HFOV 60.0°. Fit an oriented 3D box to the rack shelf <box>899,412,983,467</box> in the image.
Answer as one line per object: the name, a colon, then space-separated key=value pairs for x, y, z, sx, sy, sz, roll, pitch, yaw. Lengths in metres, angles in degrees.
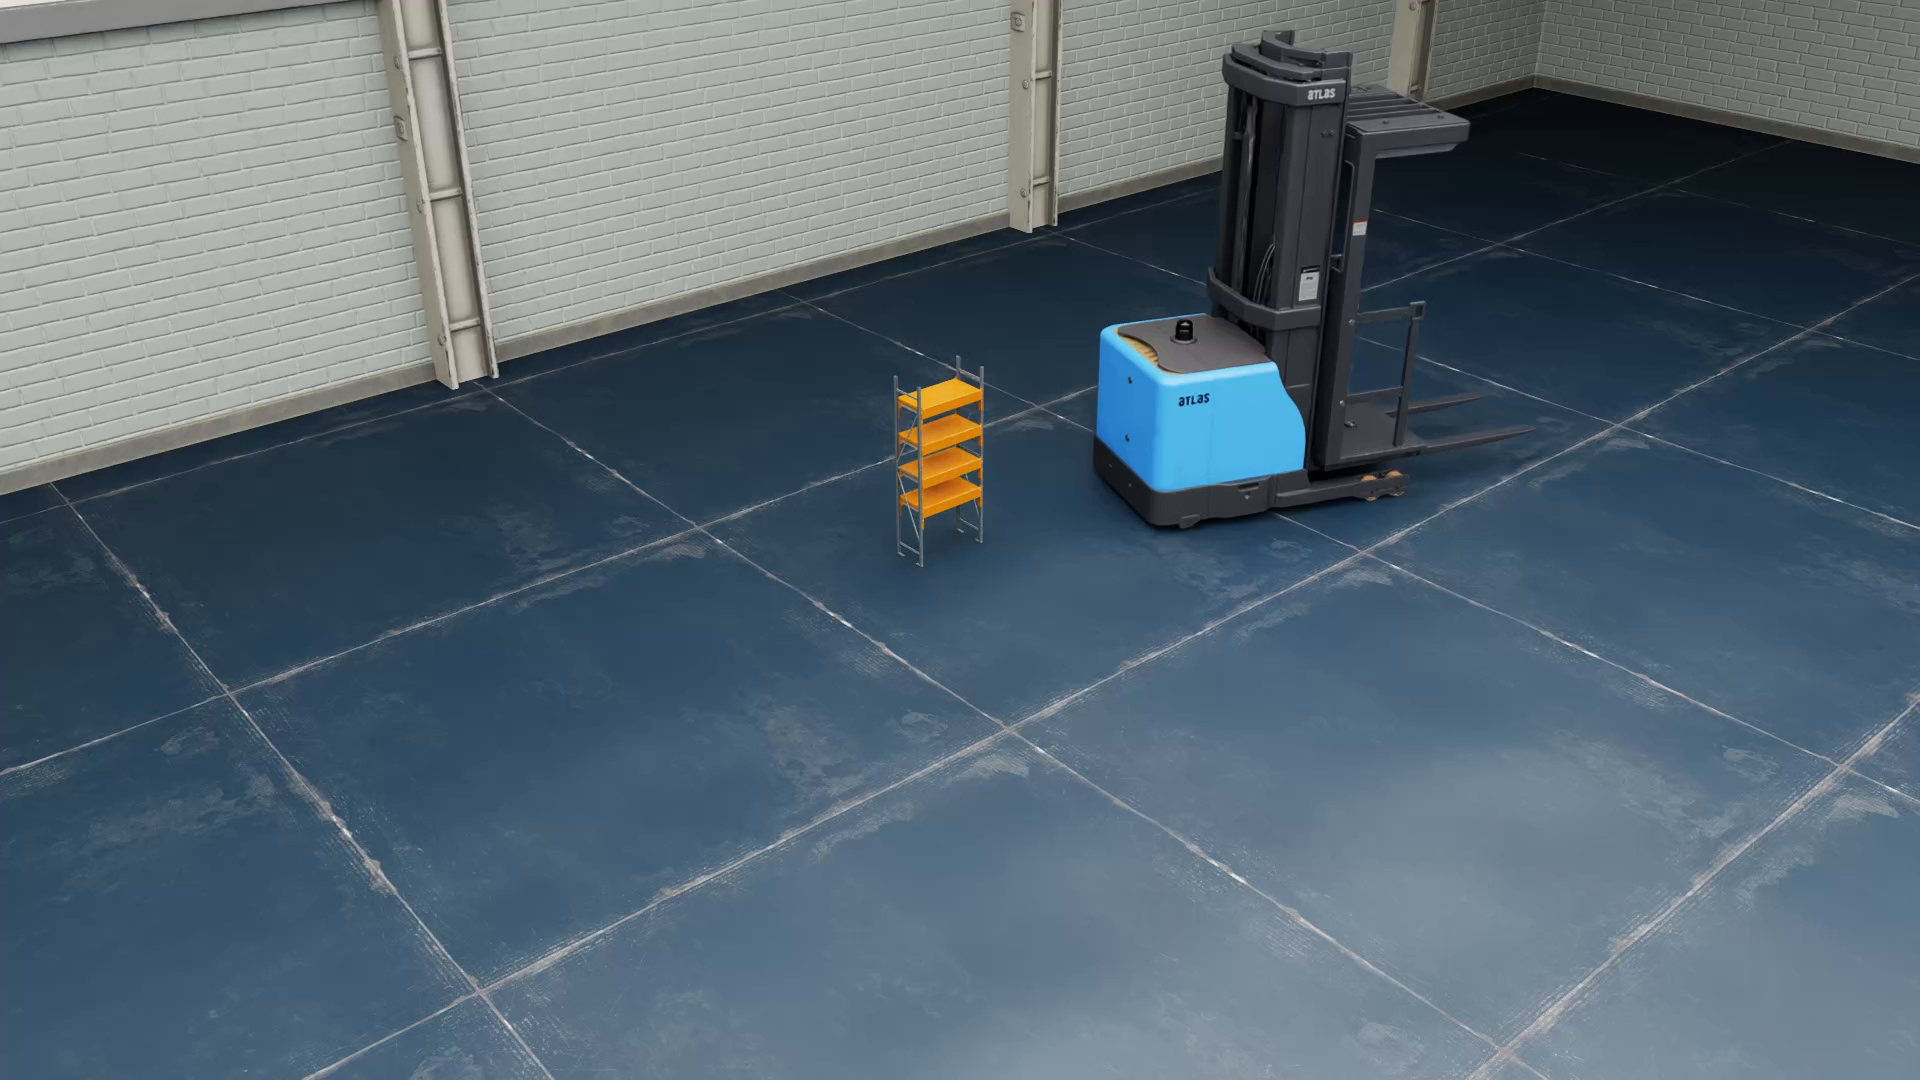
rack shelf: x=-0.126 y=-0.616 z=10.157 sx=0.480 sy=0.148 sz=0.258 roll=-22 pitch=35 yaw=-35

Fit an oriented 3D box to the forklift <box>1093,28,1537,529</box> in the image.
forklift: x=2.484 y=-1.778 z=10.826 sx=3.031 sy=2.935 sz=1.130 roll=-10 pitch=30 yaw=-17

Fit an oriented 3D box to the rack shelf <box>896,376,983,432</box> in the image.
rack shelf: x=-0.126 y=-0.825 z=10.046 sx=0.480 sy=0.148 sz=0.258 roll=-22 pitch=35 yaw=-35

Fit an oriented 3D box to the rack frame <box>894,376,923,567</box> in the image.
rack frame: x=-0.312 y=-0.404 z=10.091 sx=0.015 sy=1.200 sz=0.240 roll=-22 pitch=35 yaw=-35

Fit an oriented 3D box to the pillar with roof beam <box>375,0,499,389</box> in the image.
pillar with roof beam: x=-1.054 y=-3.696 z=7.977 sx=0.400 sy=9.000 sz=9.100 roll=-22 pitch=35 yaw=-35

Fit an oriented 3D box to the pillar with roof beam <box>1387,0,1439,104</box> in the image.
pillar with roof beam: x=8.075 y=-7.367 z=14.846 sx=0.400 sy=9.000 sz=9.100 roll=-22 pitch=35 yaw=-35

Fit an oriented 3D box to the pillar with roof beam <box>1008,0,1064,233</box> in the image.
pillar with roof beam: x=3.511 y=-5.531 z=11.411 sx=0.400 sy=9.000 sz=9.100 roll=-22 pitch=35 yaw=-35

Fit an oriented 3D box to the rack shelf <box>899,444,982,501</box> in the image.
rack shelf: x=-0.126 y=-0.419 z=10.262 sx=0.480 sy=0.148 sz=0.258 roll=-22 pitch=35 yaw=-35

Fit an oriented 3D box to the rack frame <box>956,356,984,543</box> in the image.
rack frame: x=0.060 y=-0.553 z=10.370 sx=0.015 sy=1.200 sz=0.240 roll=-22 pitch=35 yaw=-35

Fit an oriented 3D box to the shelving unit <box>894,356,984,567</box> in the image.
shelving unit: x=-0.126 y=-0.479 z=10.231 sx=0.503 sy=1.200 sz=0.258 roll=-22 pitch=35 yaw=-35

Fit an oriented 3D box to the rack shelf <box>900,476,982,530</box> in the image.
rack shelf: x=-0.126 y=-0.244 z=10.356 sx=0.480 sy=0.148 sz=0.258 roll=-22 pitch=35 yaw=-35
